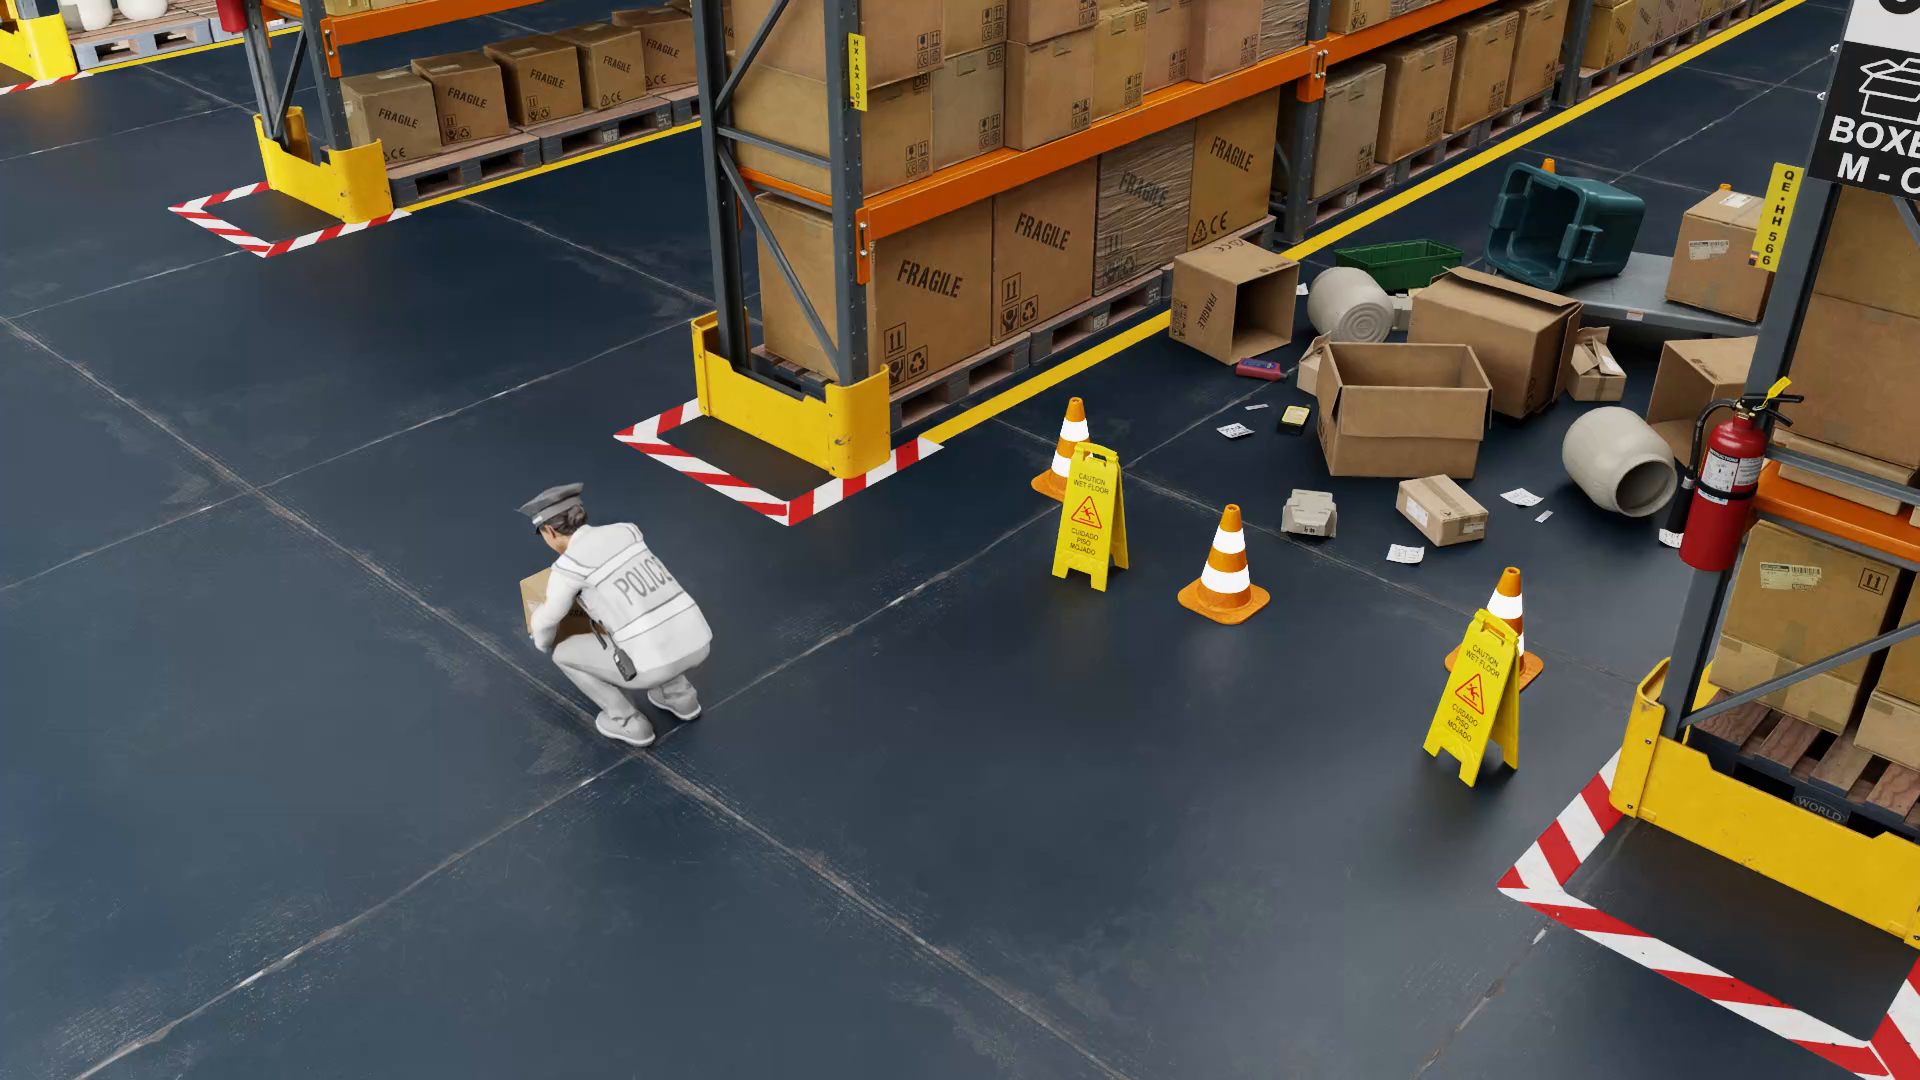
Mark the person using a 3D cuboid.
[{"bbox_3d":[-1.326,0.261,6.393,0.822,0.961,0.508,25,40,35],"label":"person"}]
